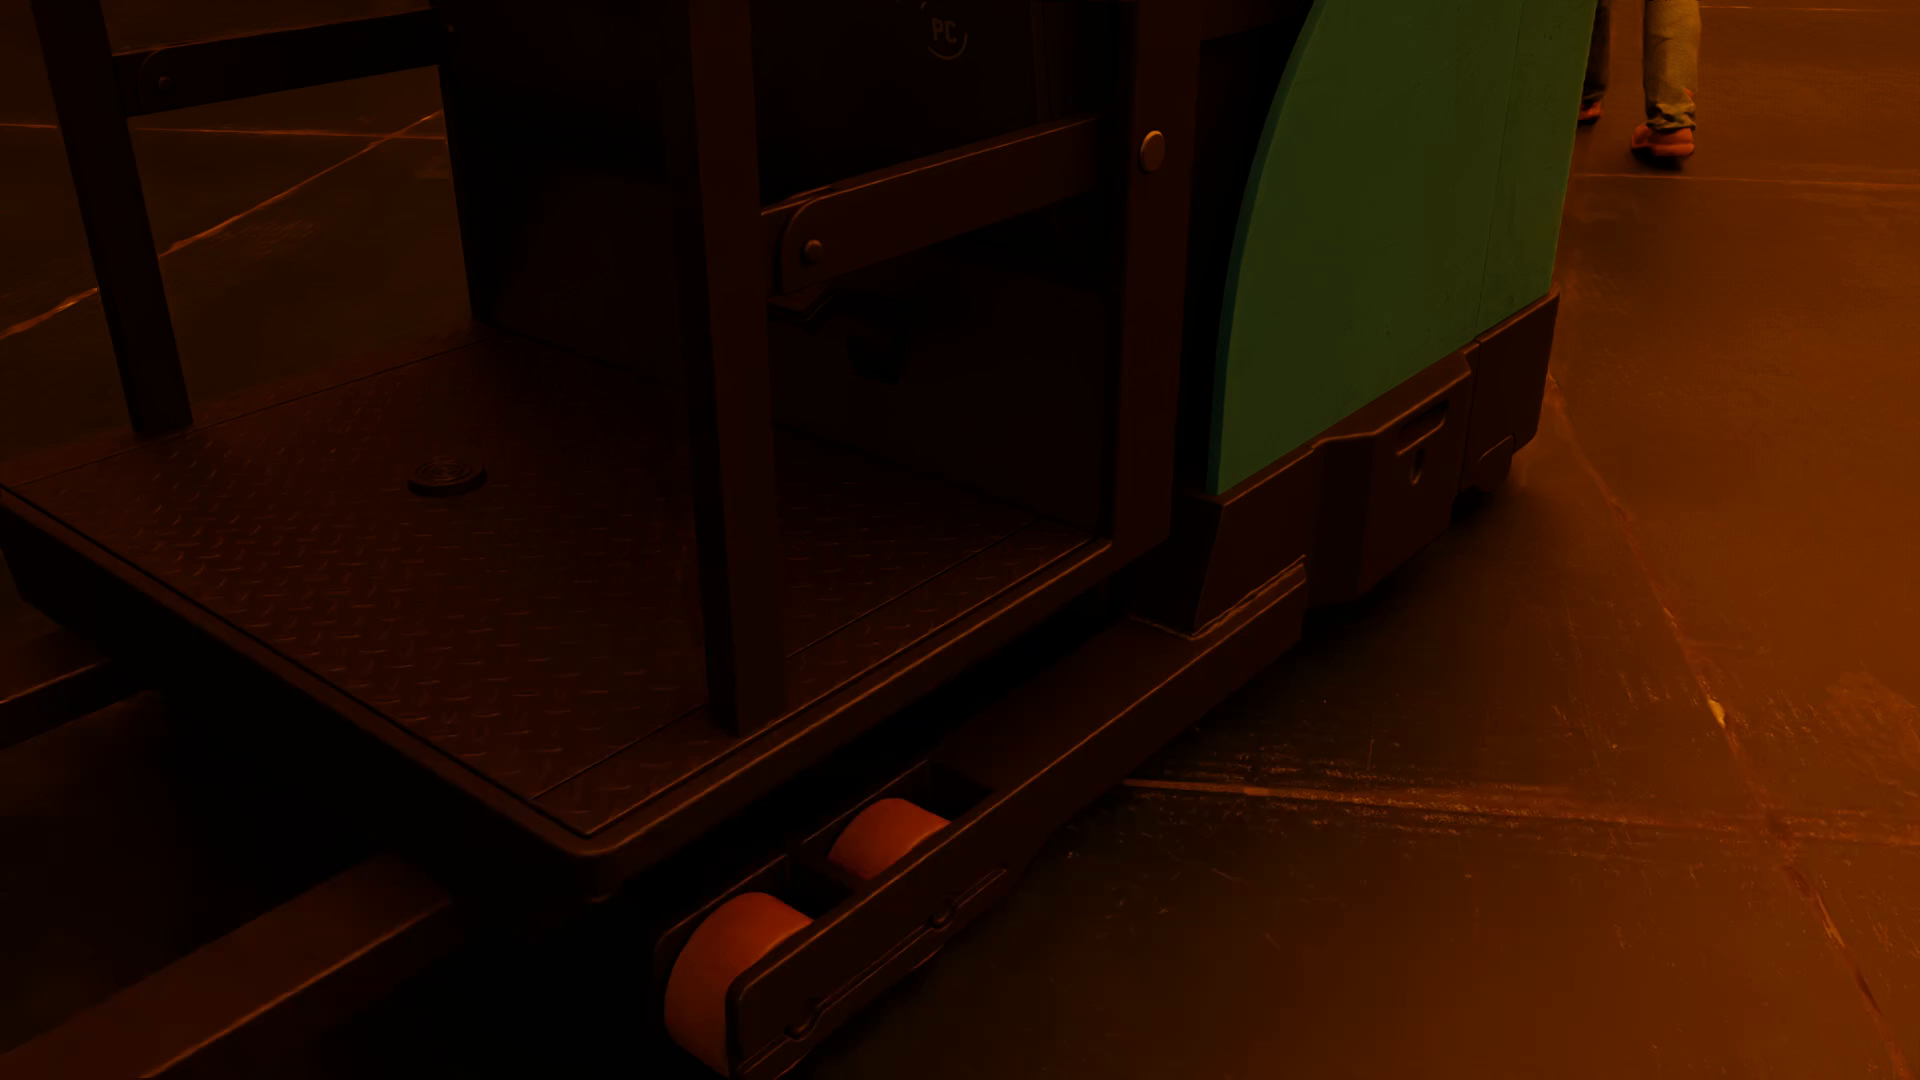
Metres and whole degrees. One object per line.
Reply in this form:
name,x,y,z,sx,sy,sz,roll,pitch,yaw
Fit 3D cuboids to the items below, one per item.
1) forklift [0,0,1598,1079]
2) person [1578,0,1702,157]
forklift,-0.389,-1.072,1.365,1.130,2.935,3.031,20,33,35
person,1.897,-1.901,4.457,0.582,1.704,0.987,-3,27,-5
